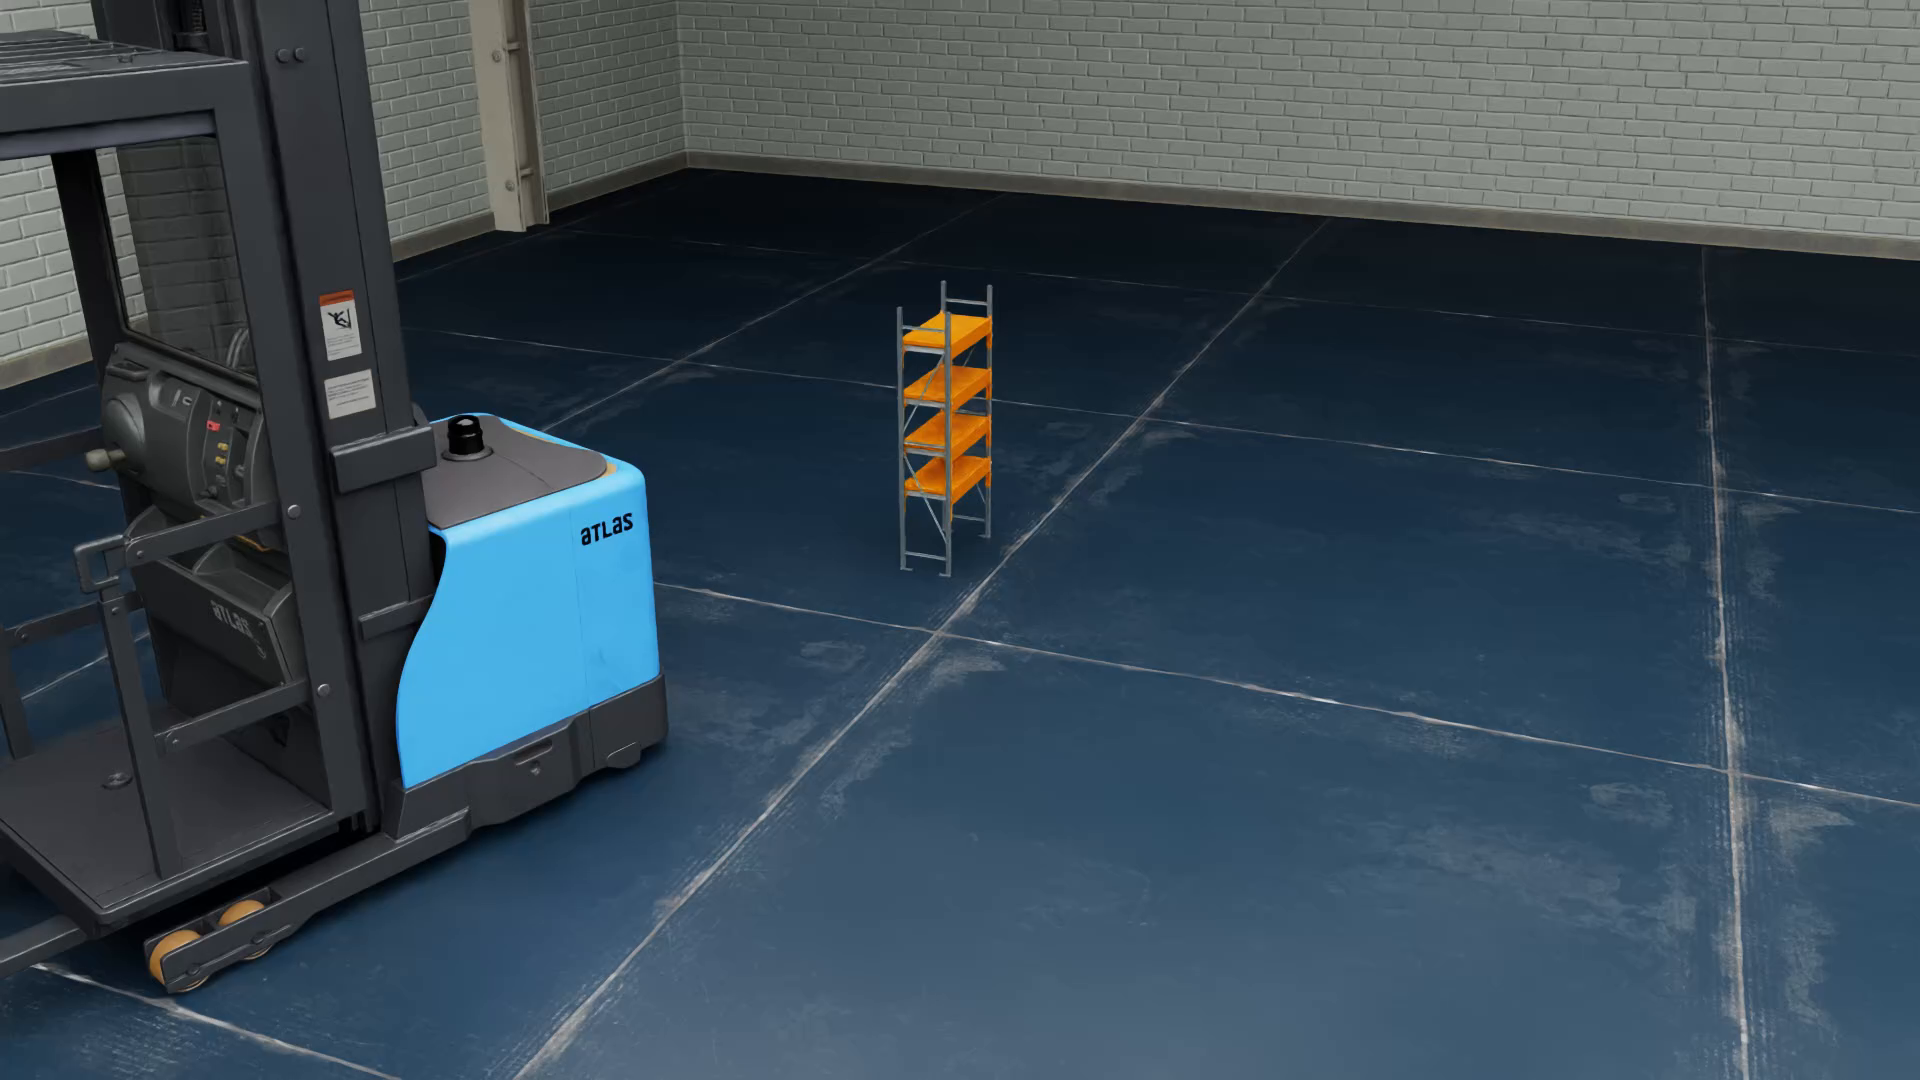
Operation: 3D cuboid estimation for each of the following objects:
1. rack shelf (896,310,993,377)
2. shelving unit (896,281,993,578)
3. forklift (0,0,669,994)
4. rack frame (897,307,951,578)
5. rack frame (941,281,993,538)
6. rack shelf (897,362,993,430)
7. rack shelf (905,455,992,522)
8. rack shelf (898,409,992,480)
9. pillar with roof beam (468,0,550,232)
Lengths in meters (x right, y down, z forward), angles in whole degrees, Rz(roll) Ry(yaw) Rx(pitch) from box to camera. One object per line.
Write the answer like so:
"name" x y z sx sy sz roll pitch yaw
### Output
"rack shelf" -0.062 -0.857 7.225 0.258 0.148 0.480 9 24 20
"shelving unit" -0.061 -0.494 7.377 0.258 1.200 0.503 9 24 20
"forklift" -2.385 -0.298 4.660 1.130 2.935 3.031 19 29 37
"rack frame" -0.152 -0.407 7.168 0.240 1.200 0.015 9 24 20
"rack frame" 0.029 -0.582 7.586 0.240 1.200 0.015 9 24 20
"rack shelf" -0.062 -0.639 7.317 0.258 0.148 0.480 9 24 20
"rack shelf" -0.061 -0.249 7.479 0.258 0.148 0.480 9 24 20
"rack shelf" -0.061 -0.432 7.403 0.258 0.148 0.480 9 24 20
"pillar with roof beam" 0.267 -6.205 10.931 9.100 9.000 0.400 9 24 20
